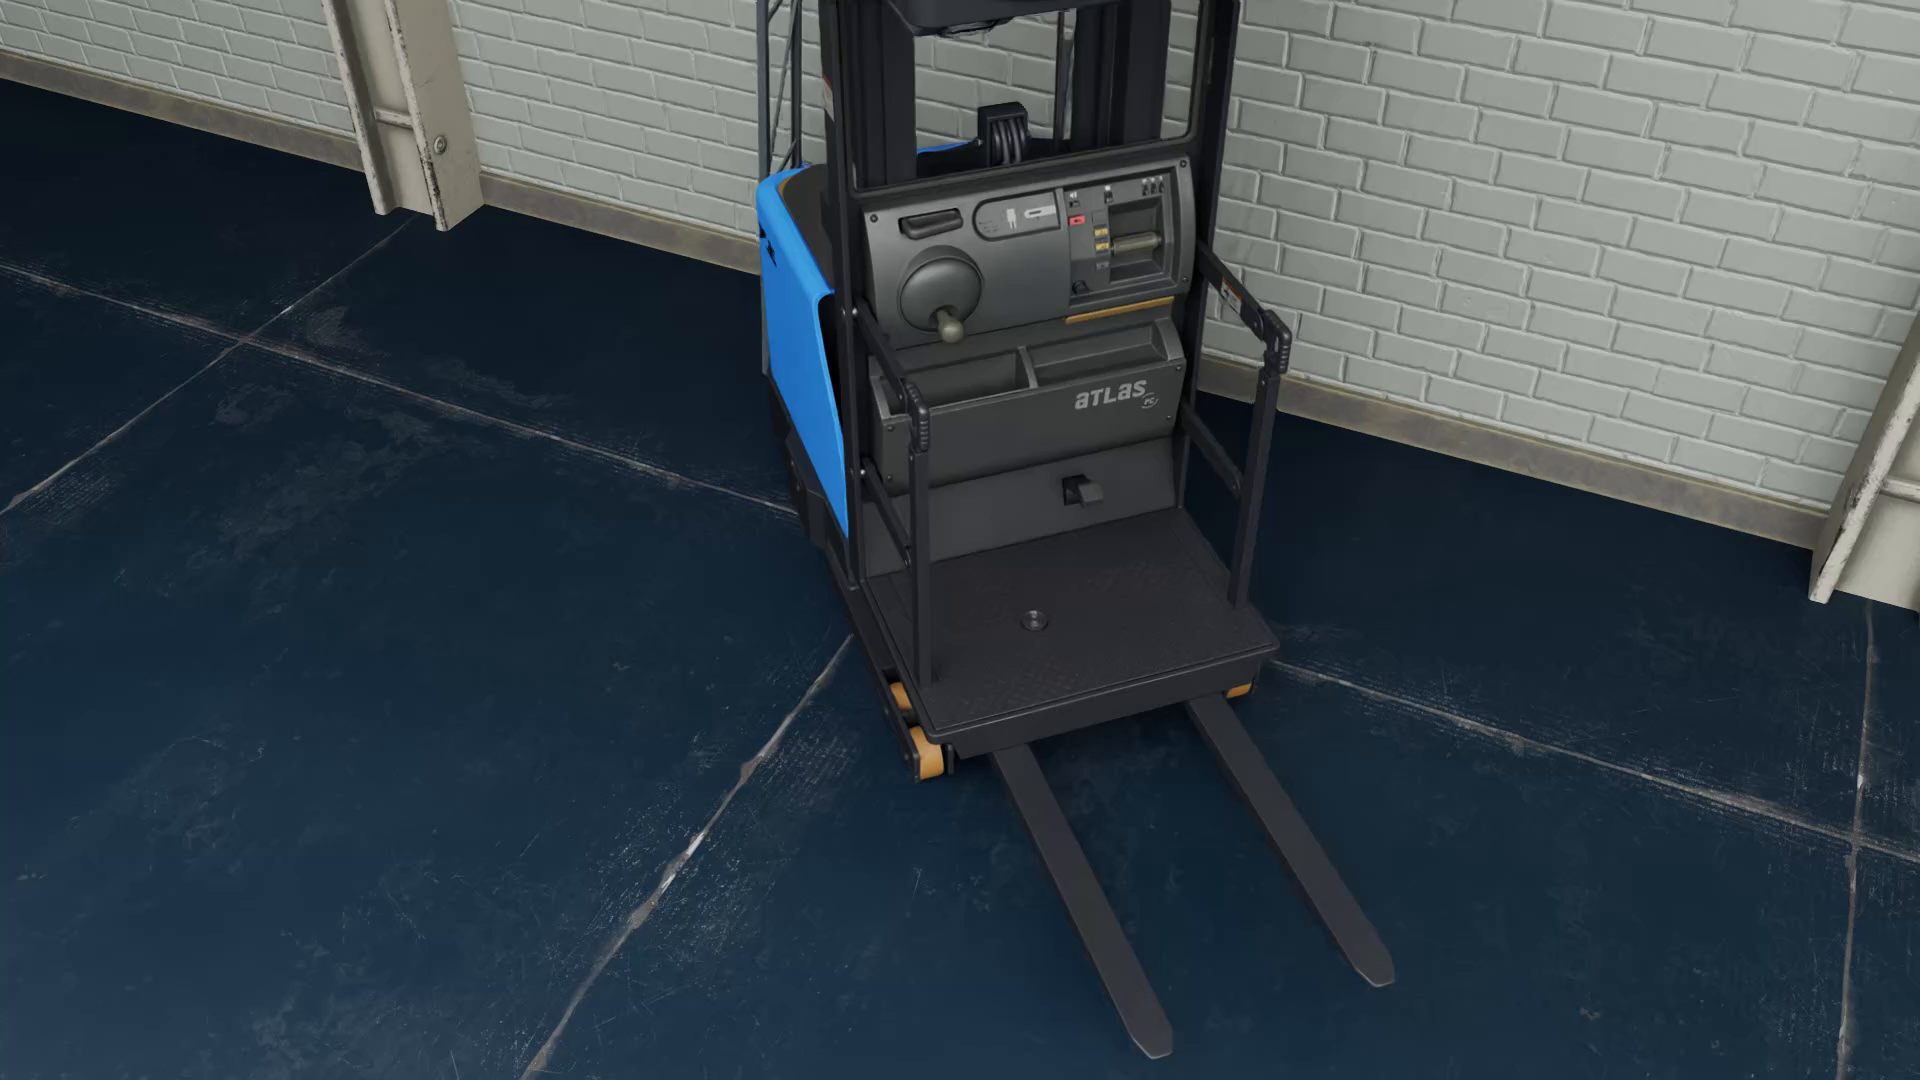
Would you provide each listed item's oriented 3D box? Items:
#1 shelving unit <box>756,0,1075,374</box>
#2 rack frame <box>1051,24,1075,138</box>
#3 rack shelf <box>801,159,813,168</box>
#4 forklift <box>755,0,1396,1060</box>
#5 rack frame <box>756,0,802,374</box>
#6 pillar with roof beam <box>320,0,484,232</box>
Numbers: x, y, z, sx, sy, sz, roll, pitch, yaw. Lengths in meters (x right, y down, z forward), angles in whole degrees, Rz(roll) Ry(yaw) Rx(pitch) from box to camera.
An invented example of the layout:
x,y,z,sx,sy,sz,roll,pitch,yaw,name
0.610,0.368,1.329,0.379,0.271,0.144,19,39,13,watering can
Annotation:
x,y,z,sx,sy,sz,roll,pitch,yaw,name
-0.161,-1.287,6.099,1.048,1.500,0.538,9,41,5,shelving unit
0.339,-1.206,6.053,0.032,1.500,0.500,9,41,5,rack frame
-0.173,-1.151,6.216,1.000,0.185,0.538,9,41,5,rack shelf
0.272,-0.704,4.325,1.130,2.935,3.031,-13,43,-14,forklift
-0.661,-1.368,6.144,0.032,1.500,0.500,9,41,5,rack frame
-4.196,-2.347,1.587,0.400,9.000,9.100,17,44,19,pillar with roof beam
